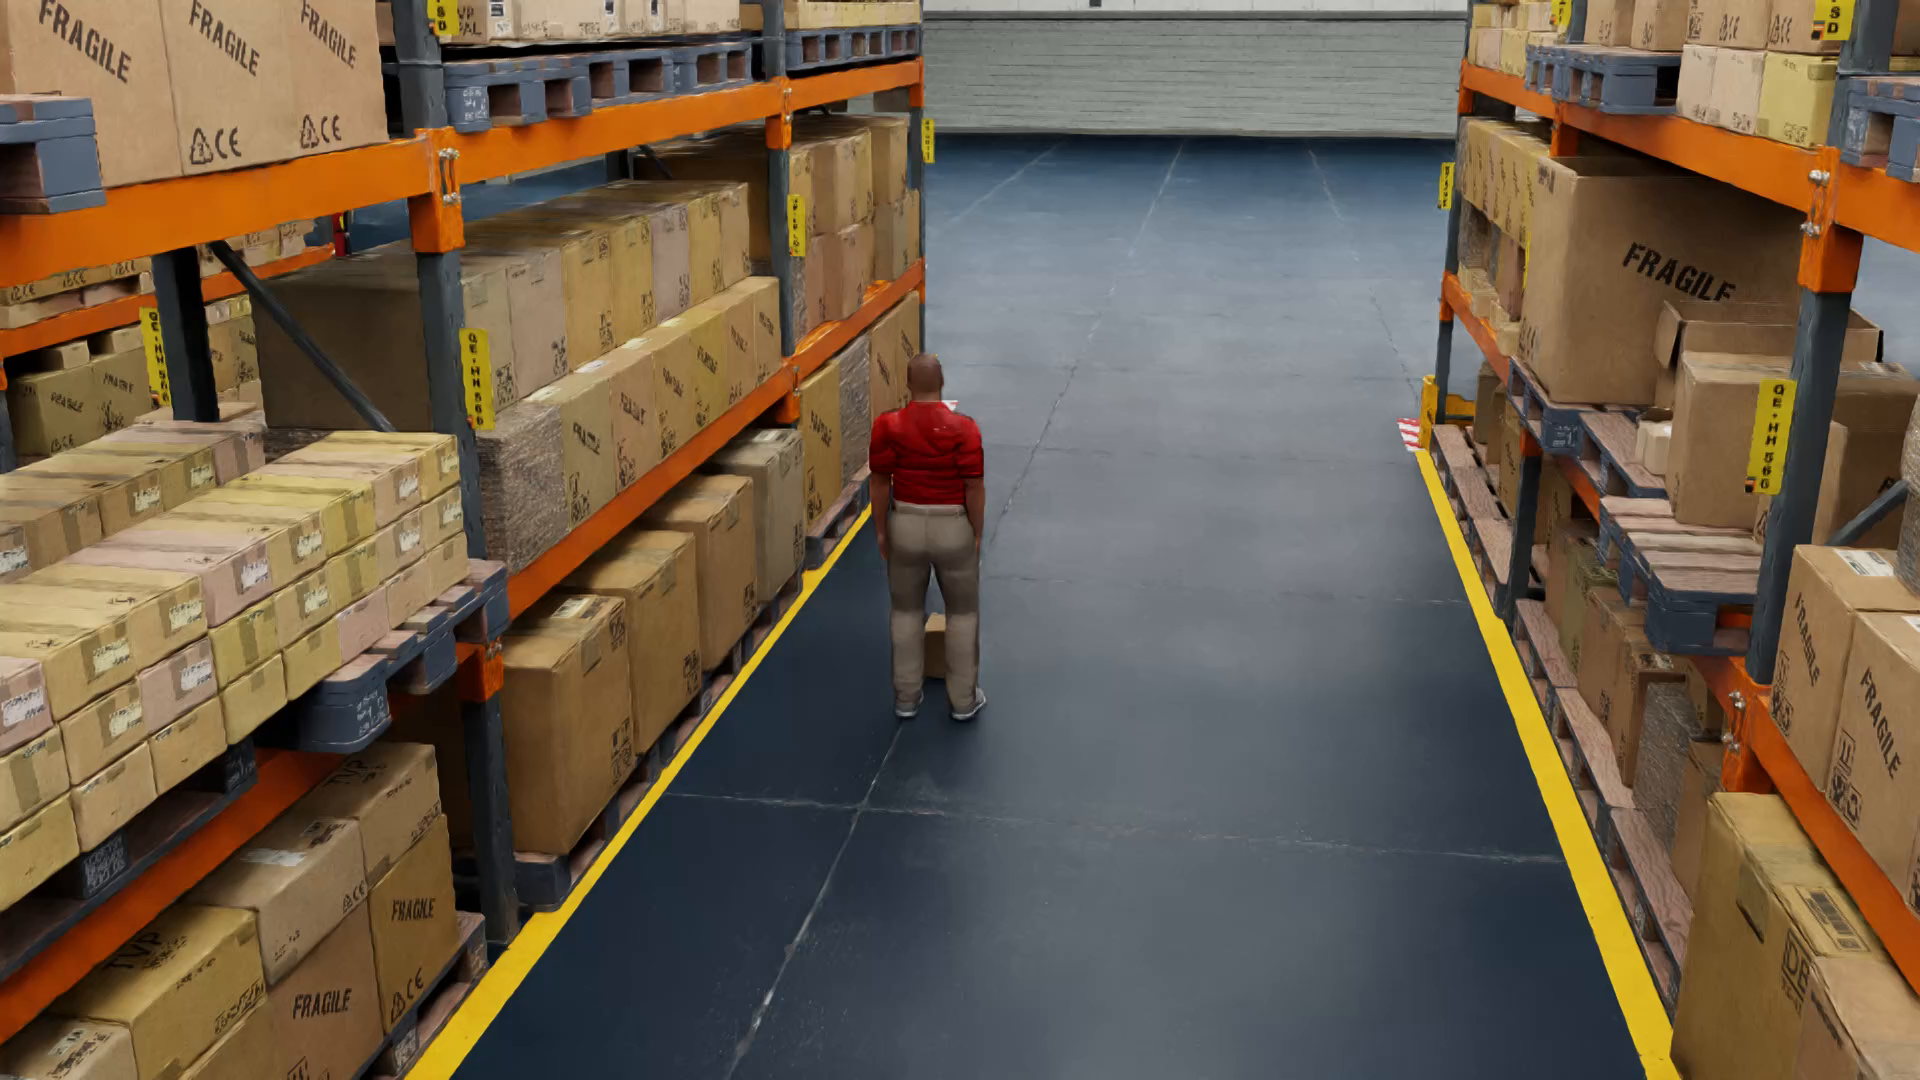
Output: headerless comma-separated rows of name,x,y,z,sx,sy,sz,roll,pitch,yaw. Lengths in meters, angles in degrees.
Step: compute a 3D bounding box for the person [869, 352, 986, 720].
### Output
person,-0.140,0.021,7.669,0.534,1.635,0.365,3,18,10
